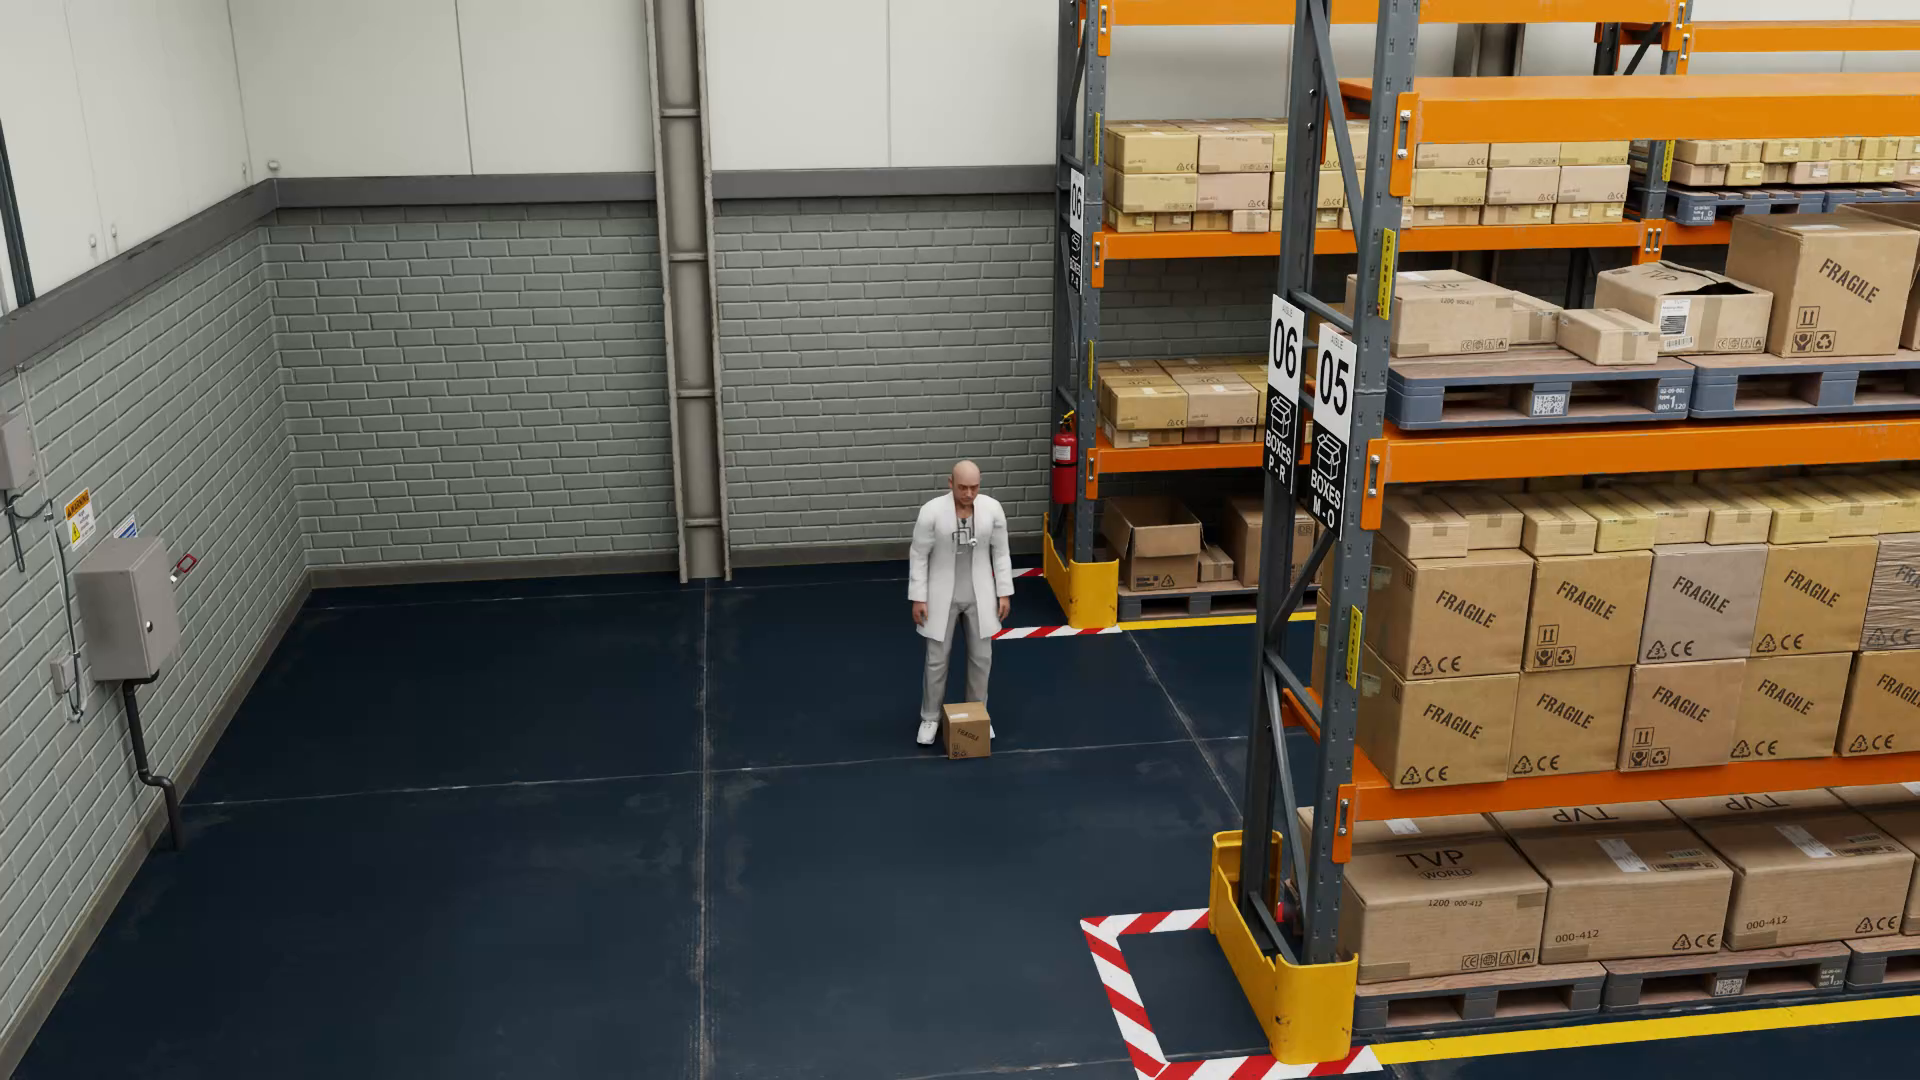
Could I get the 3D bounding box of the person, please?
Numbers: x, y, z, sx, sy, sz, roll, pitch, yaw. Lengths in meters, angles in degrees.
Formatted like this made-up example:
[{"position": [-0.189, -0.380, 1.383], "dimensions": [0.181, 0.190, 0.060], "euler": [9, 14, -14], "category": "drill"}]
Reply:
[{"position": [0.005, 0.354, 10.098], "dimensions": [0.655, 1.769, 0.415], "euler": [-3, 20, -9], "category": "person"}]
